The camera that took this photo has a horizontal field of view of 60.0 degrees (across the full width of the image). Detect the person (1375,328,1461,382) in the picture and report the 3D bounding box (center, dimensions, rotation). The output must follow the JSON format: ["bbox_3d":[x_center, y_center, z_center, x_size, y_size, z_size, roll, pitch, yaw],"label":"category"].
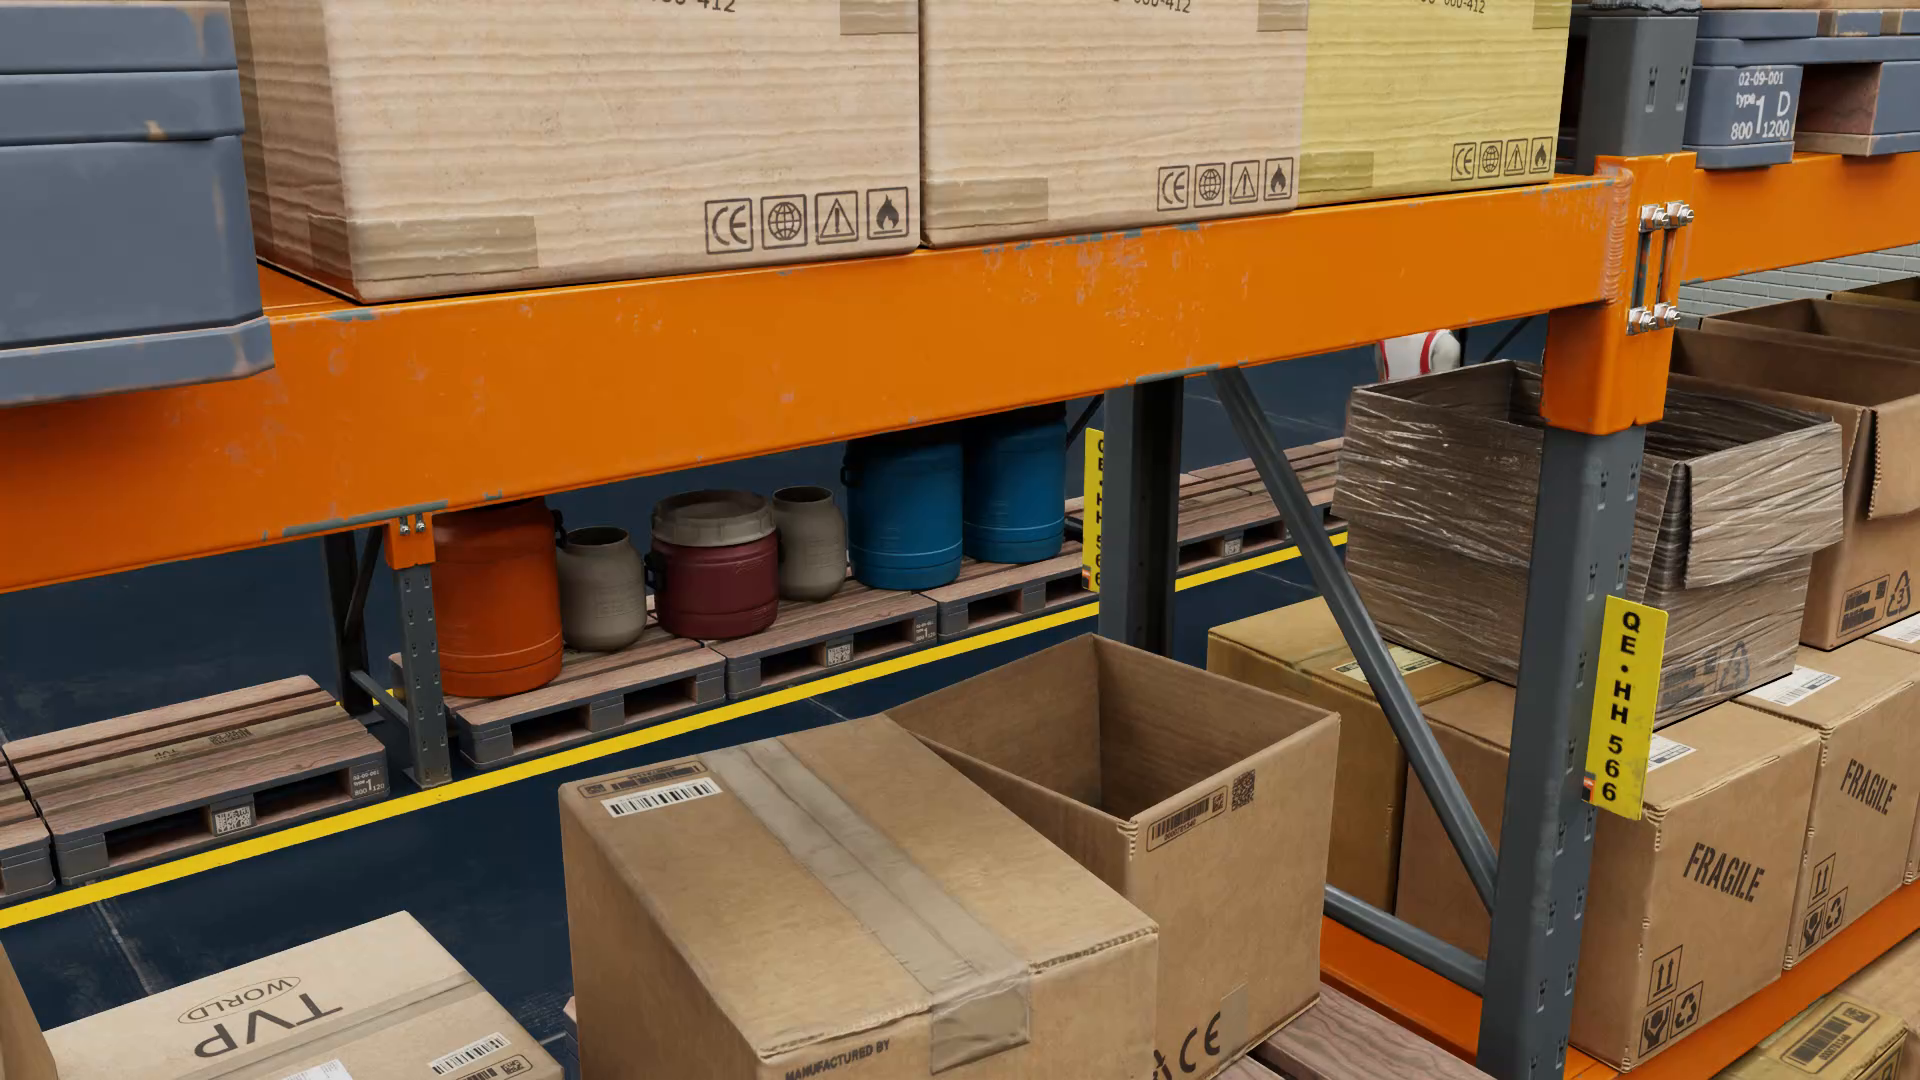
[{"bbox_3d":[2.391,-0.519,8.638,0.494,1.826,0.533,-14,22,-38],"label":"person"}]
